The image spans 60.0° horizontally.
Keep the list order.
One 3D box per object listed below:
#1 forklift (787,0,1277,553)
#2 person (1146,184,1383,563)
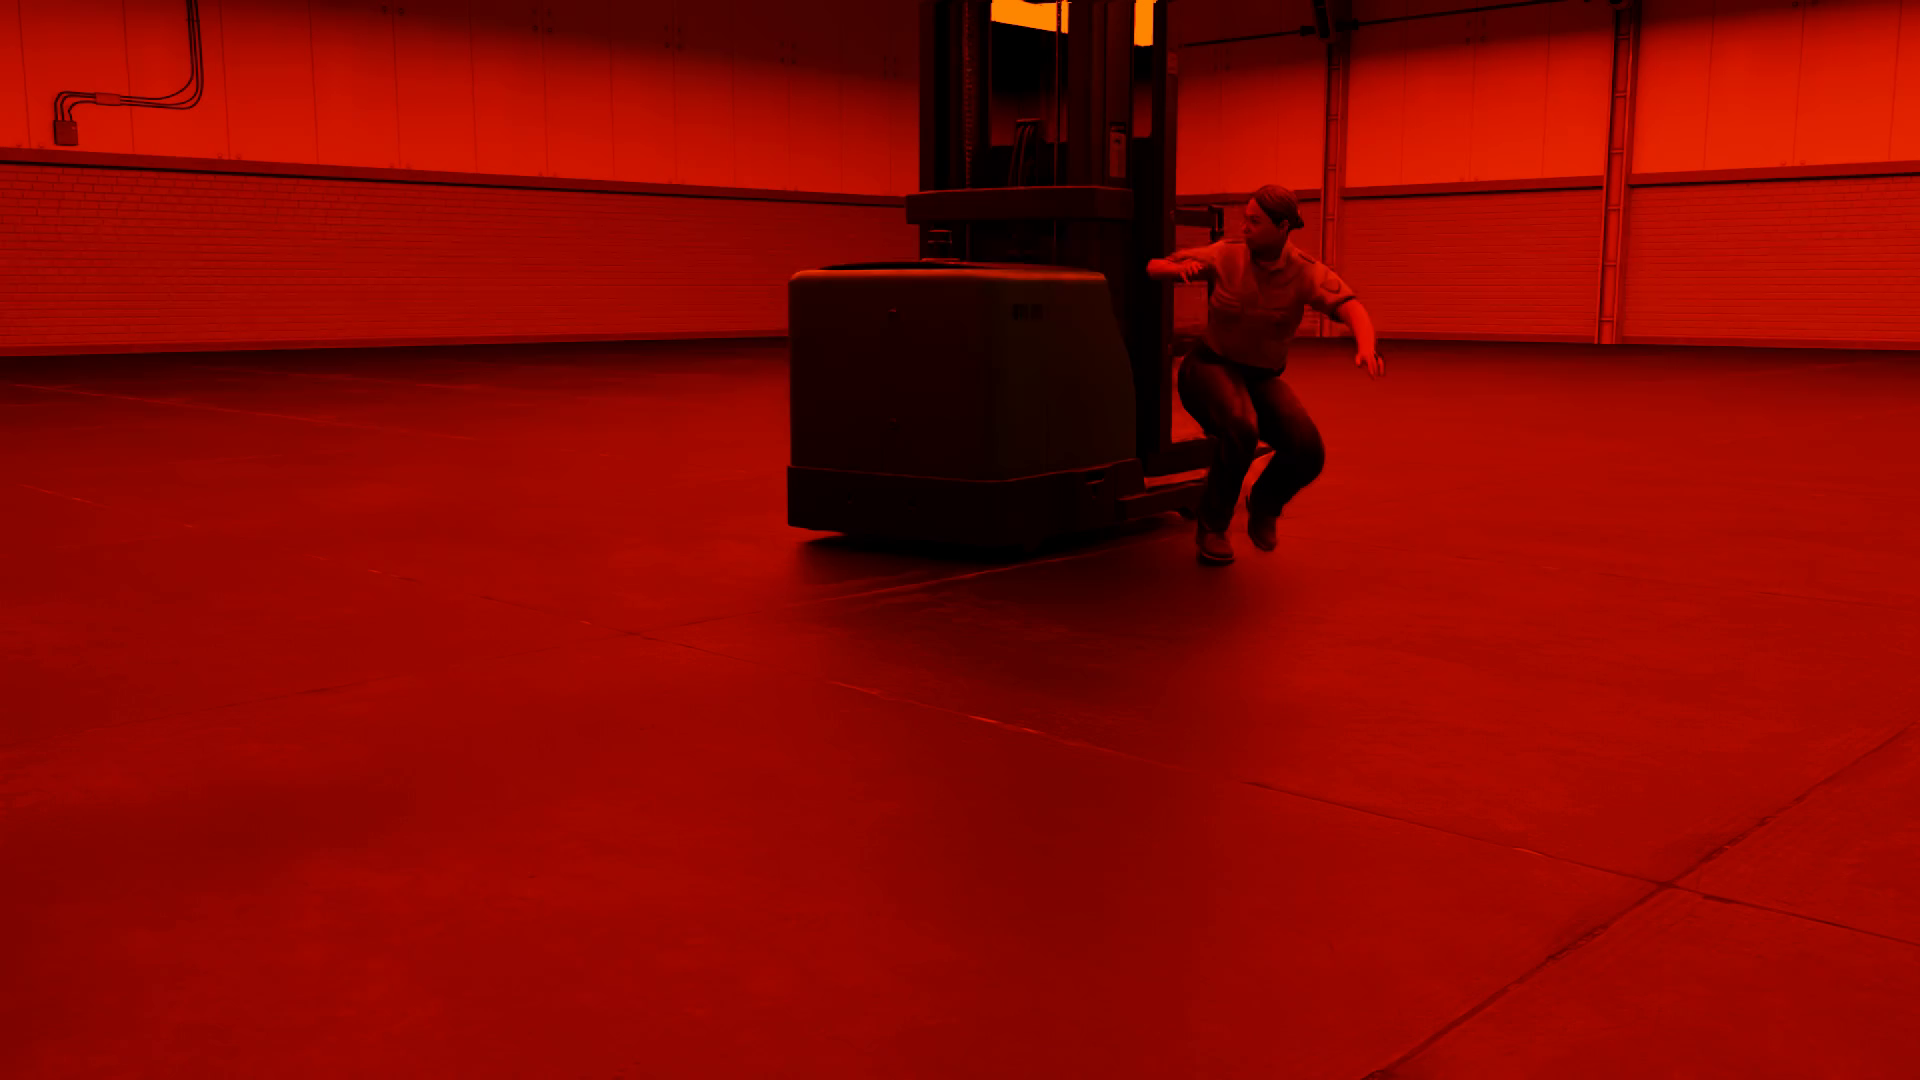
[{"bbox_3d":[0.568,-1.577,7.346,1.130,2.935,3.031,6,10,35],"label":"forklift"},{"bbox_3d":[1.097,-0.601,6.132,0.730,1.379,0.923,-1,9,-10],"label":"person"}]
